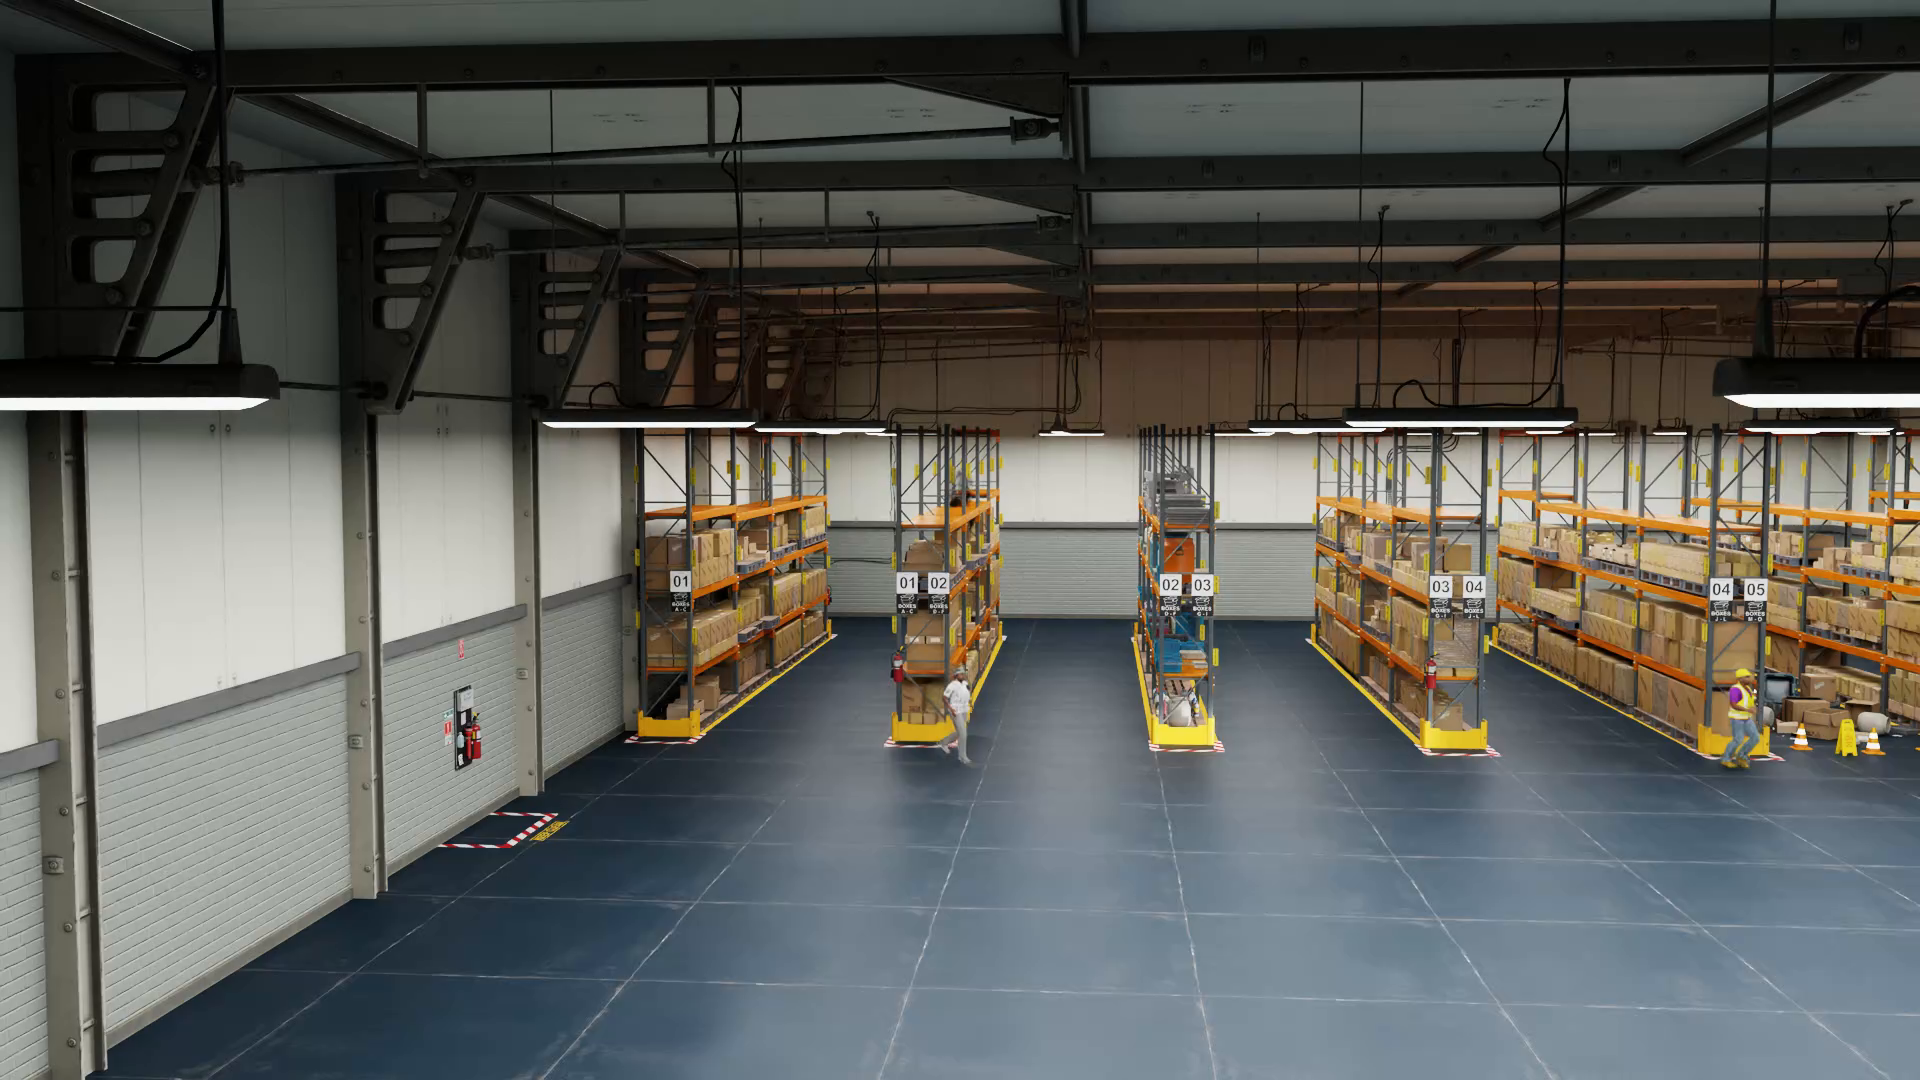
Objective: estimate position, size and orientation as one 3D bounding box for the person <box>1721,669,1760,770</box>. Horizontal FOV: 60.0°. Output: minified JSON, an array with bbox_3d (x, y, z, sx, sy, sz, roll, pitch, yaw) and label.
[{"bbox_3d":[13.533,3.106,28.726,0.720,1.786,0.701,-3,4,-36],"label":"person"}]

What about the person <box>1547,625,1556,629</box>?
[{"bbox_3d":[16.795,1.985,47.105,0.661,1.783,0.676,0,3,-3],"label":"person"}]

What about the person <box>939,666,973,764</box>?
[{"bbox_3d":[-0.069,3.081,29.588,0.794,1.725,0.577,3,5,42],"label":"person"}]
